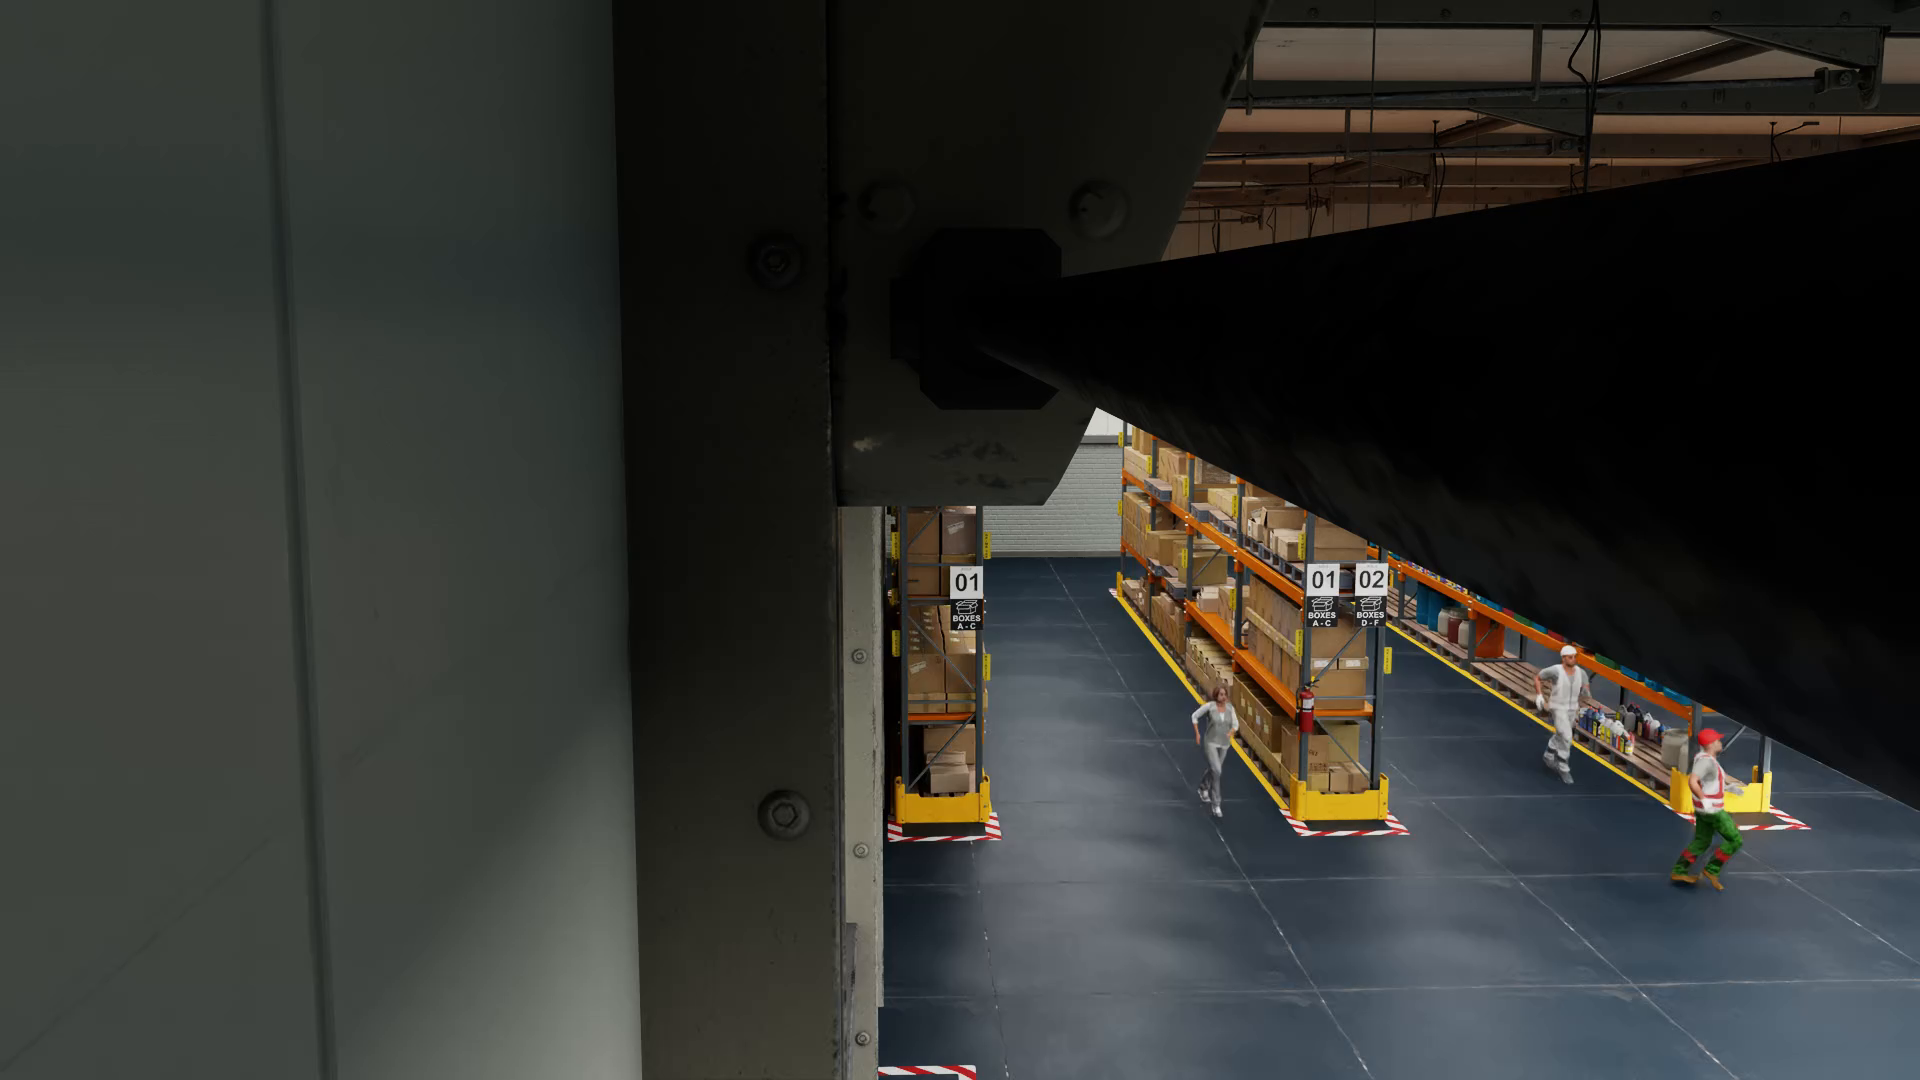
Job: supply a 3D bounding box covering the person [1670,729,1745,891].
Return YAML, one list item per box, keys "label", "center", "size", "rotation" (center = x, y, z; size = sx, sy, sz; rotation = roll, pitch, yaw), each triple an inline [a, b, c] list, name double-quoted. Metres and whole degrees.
- label: "person"
  center: [8.163, 2.937, 18.089]
  size: [0.708, 1.781, 0.672]
  rotation: [2, 8, 14]

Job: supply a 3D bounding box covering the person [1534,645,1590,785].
- label: "person"
  center: [8.101, 2.314, 22.326]
  size: [0.643, 1.844, 0.876]
  rotation: [-2, 8, -17]

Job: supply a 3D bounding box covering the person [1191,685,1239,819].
- label: "person"
  center: [3.221, 2.617, 20.935]
  size: [0.530, 1.646, 0.731]
  rotation: [-3, 9, -21]
